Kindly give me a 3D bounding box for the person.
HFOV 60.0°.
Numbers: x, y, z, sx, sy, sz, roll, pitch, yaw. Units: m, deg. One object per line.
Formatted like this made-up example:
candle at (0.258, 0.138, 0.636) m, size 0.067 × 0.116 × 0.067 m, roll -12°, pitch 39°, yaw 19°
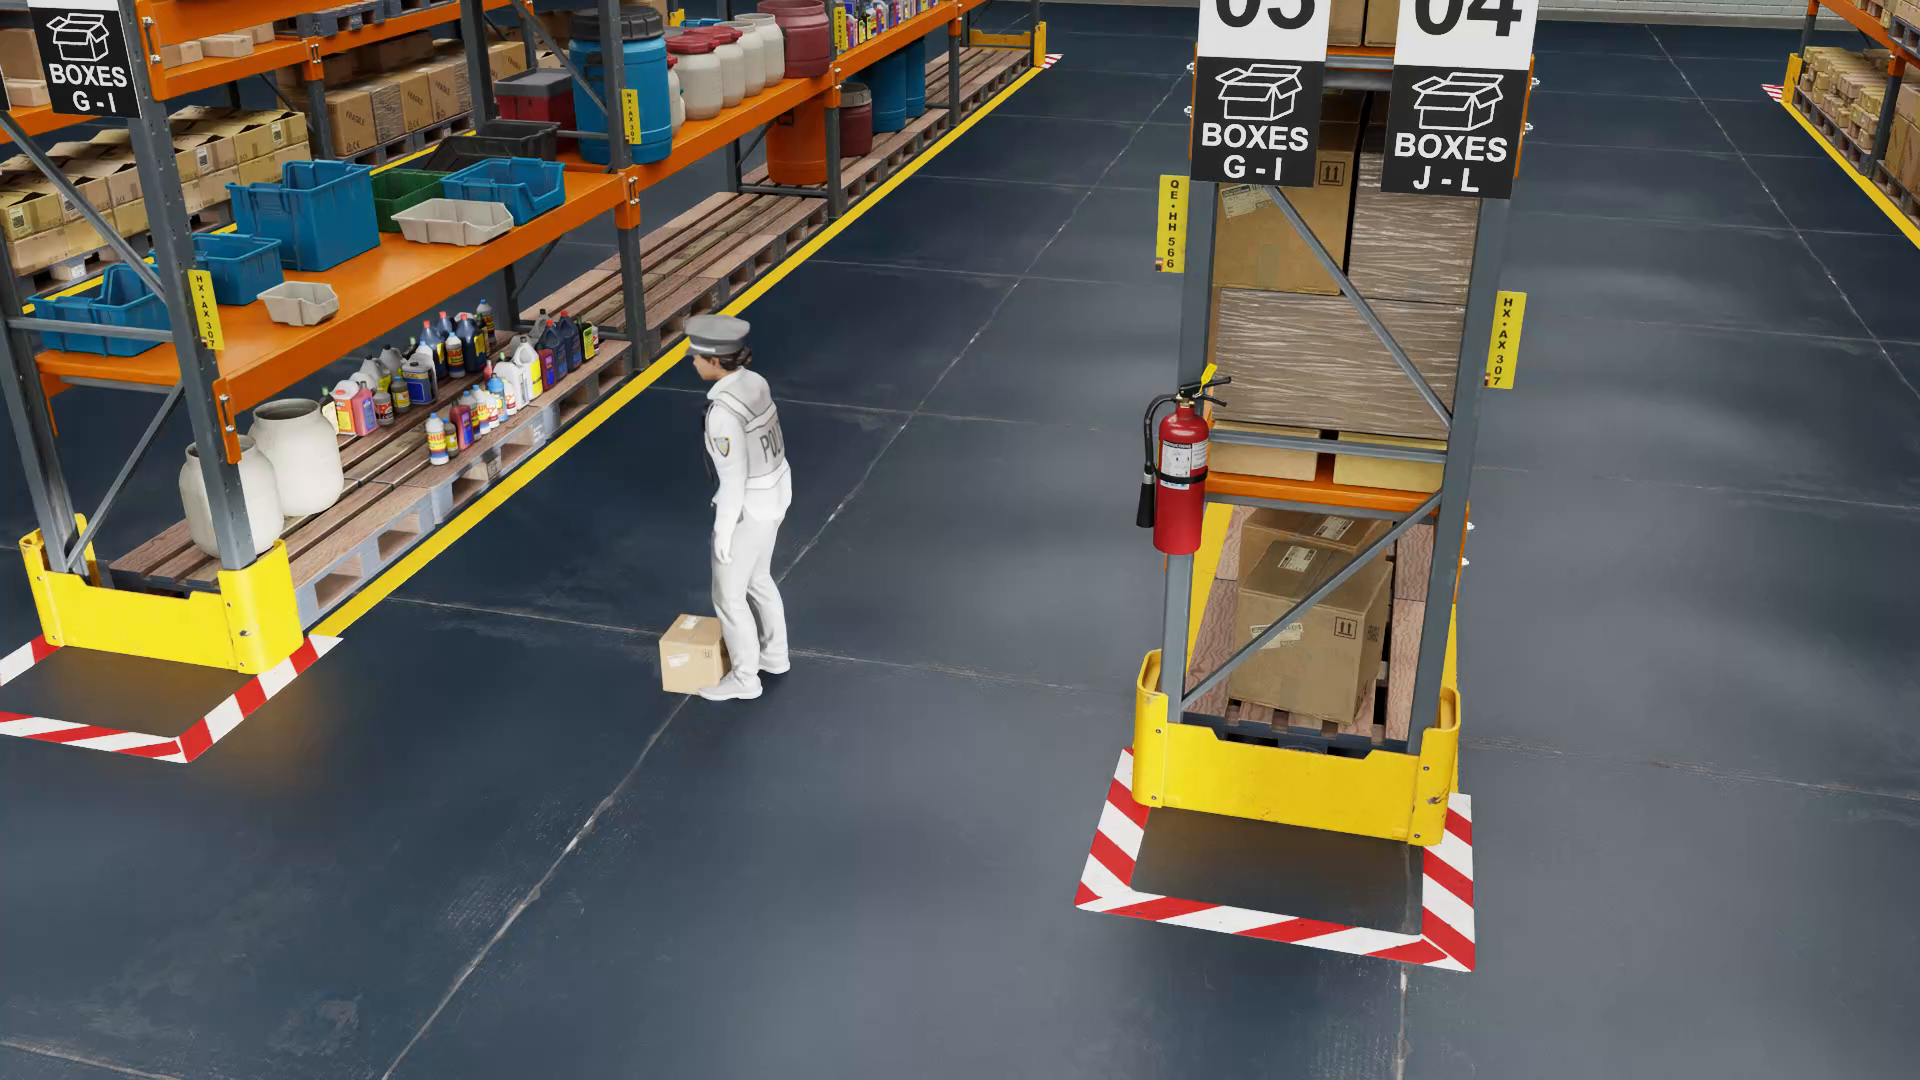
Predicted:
person at (-0.912, -0.116, 6.850) m, size 0.414 × 1.662 × 0.528 m, roll 5°, pitch 26°, yaw 11°
